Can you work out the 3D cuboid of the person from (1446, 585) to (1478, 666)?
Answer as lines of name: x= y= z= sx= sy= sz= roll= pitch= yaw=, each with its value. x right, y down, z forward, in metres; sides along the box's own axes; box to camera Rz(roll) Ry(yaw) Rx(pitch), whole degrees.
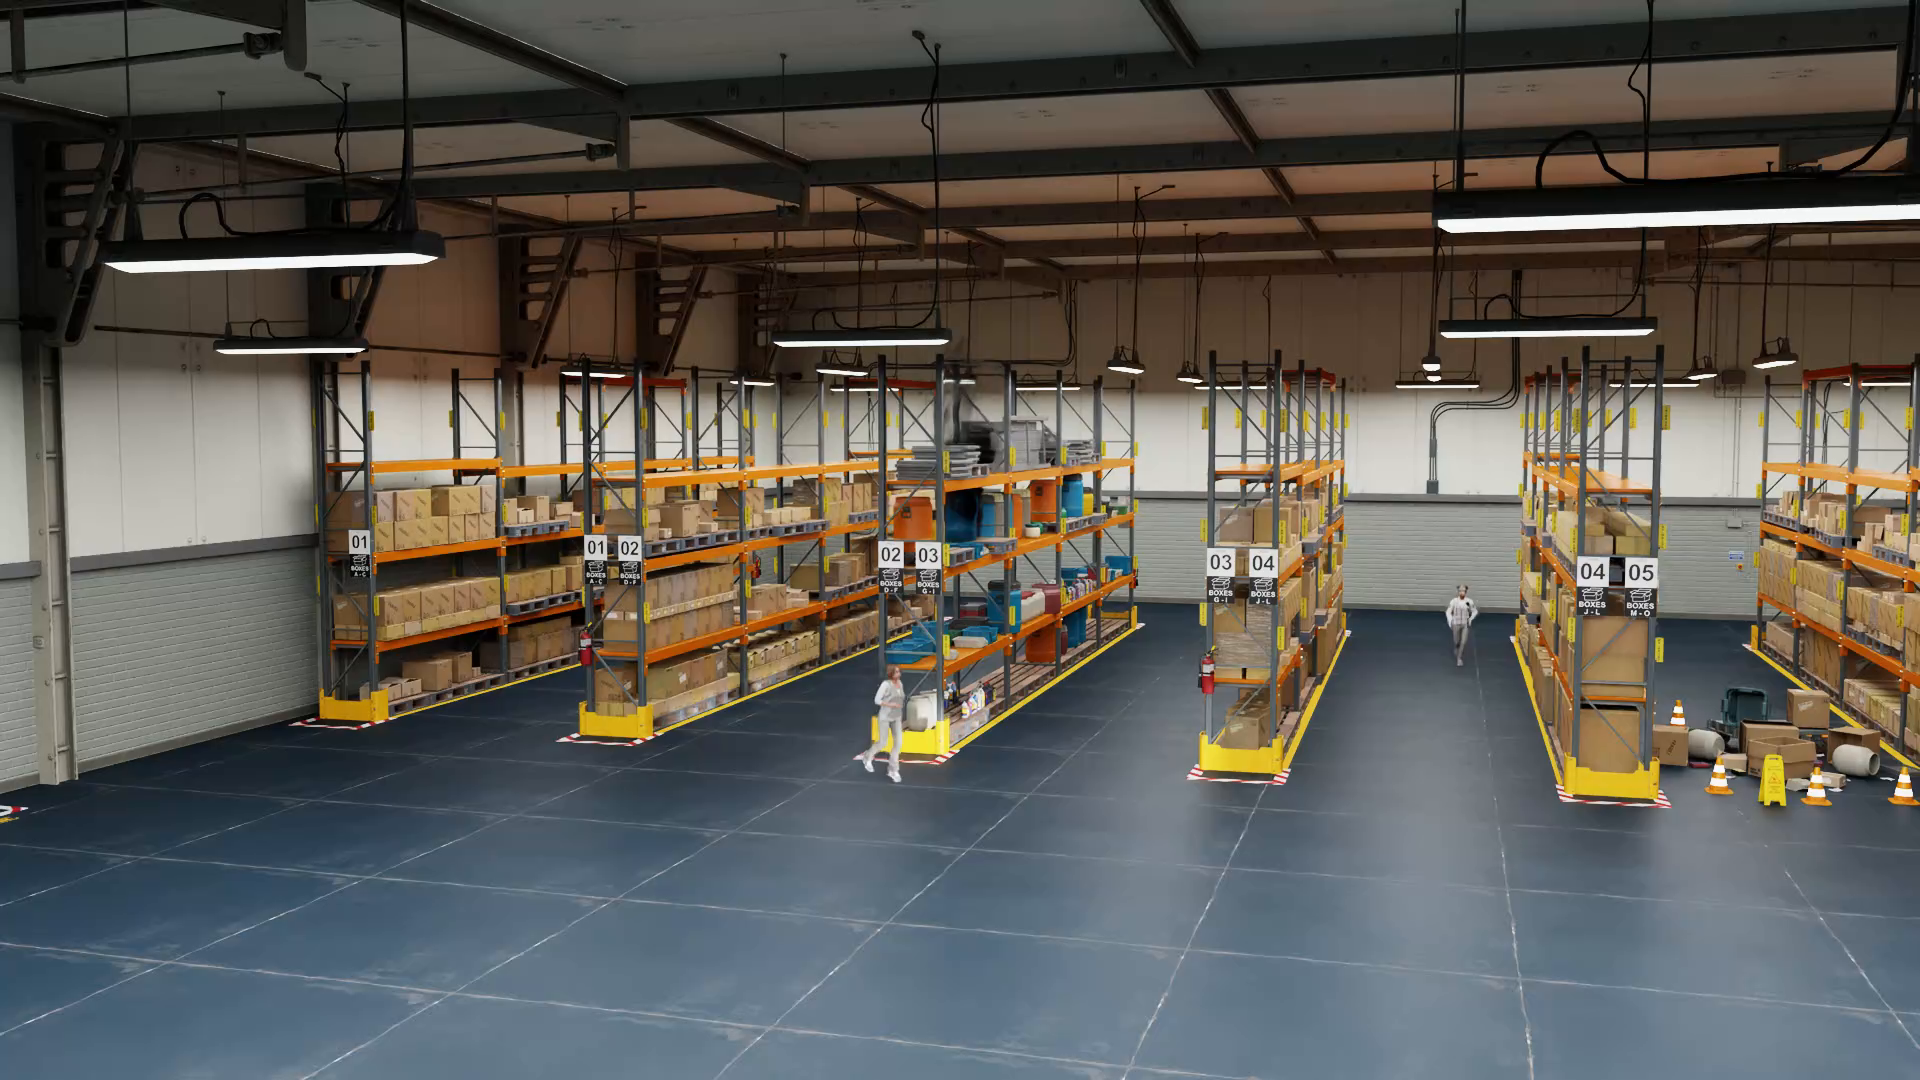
person: x=10.359 y=1.737 z=34.326 sx=0.623 sy=1.662 sz=0.586 roll=1 pitch=4 yaw=18

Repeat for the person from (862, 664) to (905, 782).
person: x=-0.987 y=2.543 z=23.390 sx=0.549 sy=1.604 sz=0.745 roll=-4 pitch=5 yaw=-42
